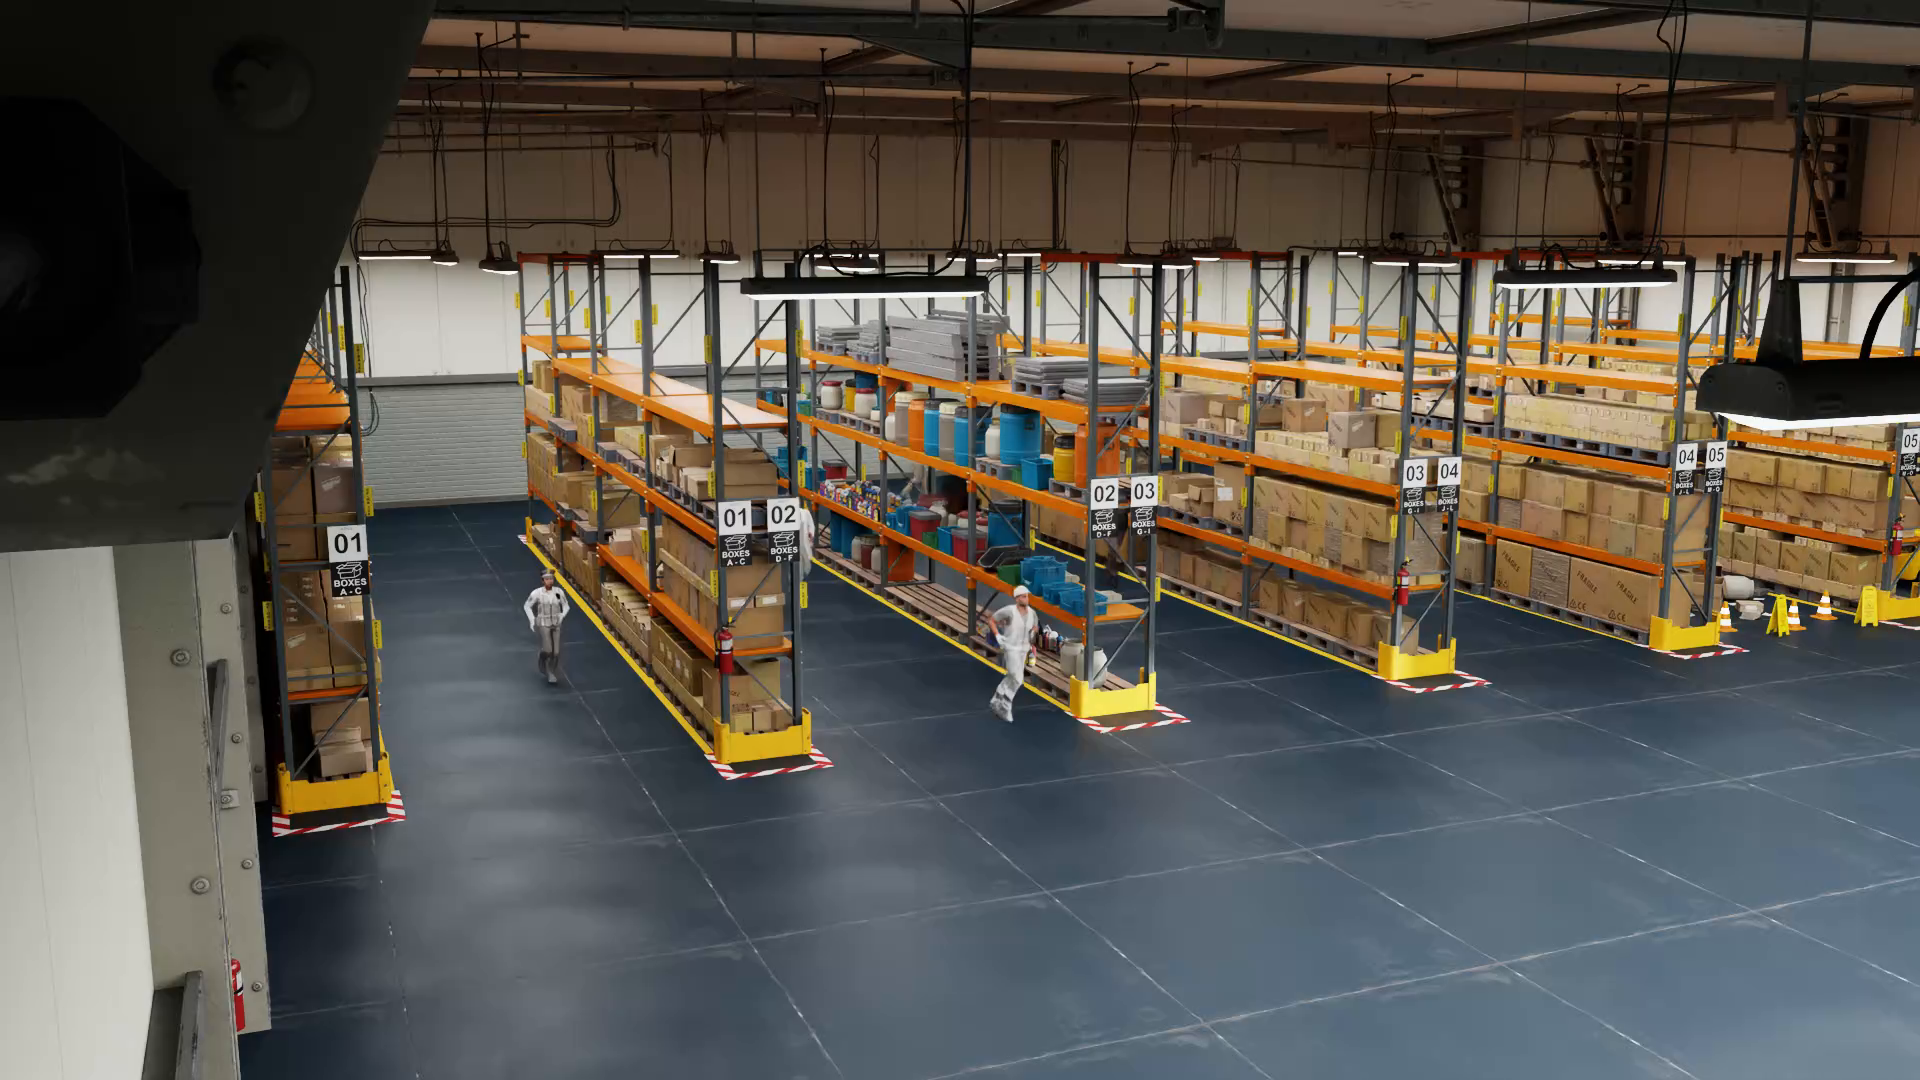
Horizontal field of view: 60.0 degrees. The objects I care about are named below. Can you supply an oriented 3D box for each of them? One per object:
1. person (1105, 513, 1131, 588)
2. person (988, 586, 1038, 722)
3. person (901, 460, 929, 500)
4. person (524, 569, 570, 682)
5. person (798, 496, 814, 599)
[{"bbox_3d":[2.782,-0.101,29.430,0.625,1.850,0.741,-4,11,-22],"label":"person"},{"bbox_3d":[0.737,1.490,22.072,0.645,1.821,0.675,-9,13,-40],"label":"person"},{"bbox_3d":[-0.989,-1.816,40.009,0.917,1.727,0.661,-3,11,-14],"label":"person"},{"bbox_3d":[-5.855,1.227,23.745,0.615,1.658,0.541,-6,12,-29],"label":"person"},{"bbox_3d":[-2.747,0.111,27.999,0.715,1.755,0.755,-6,12,-30],"label":"person"}]
